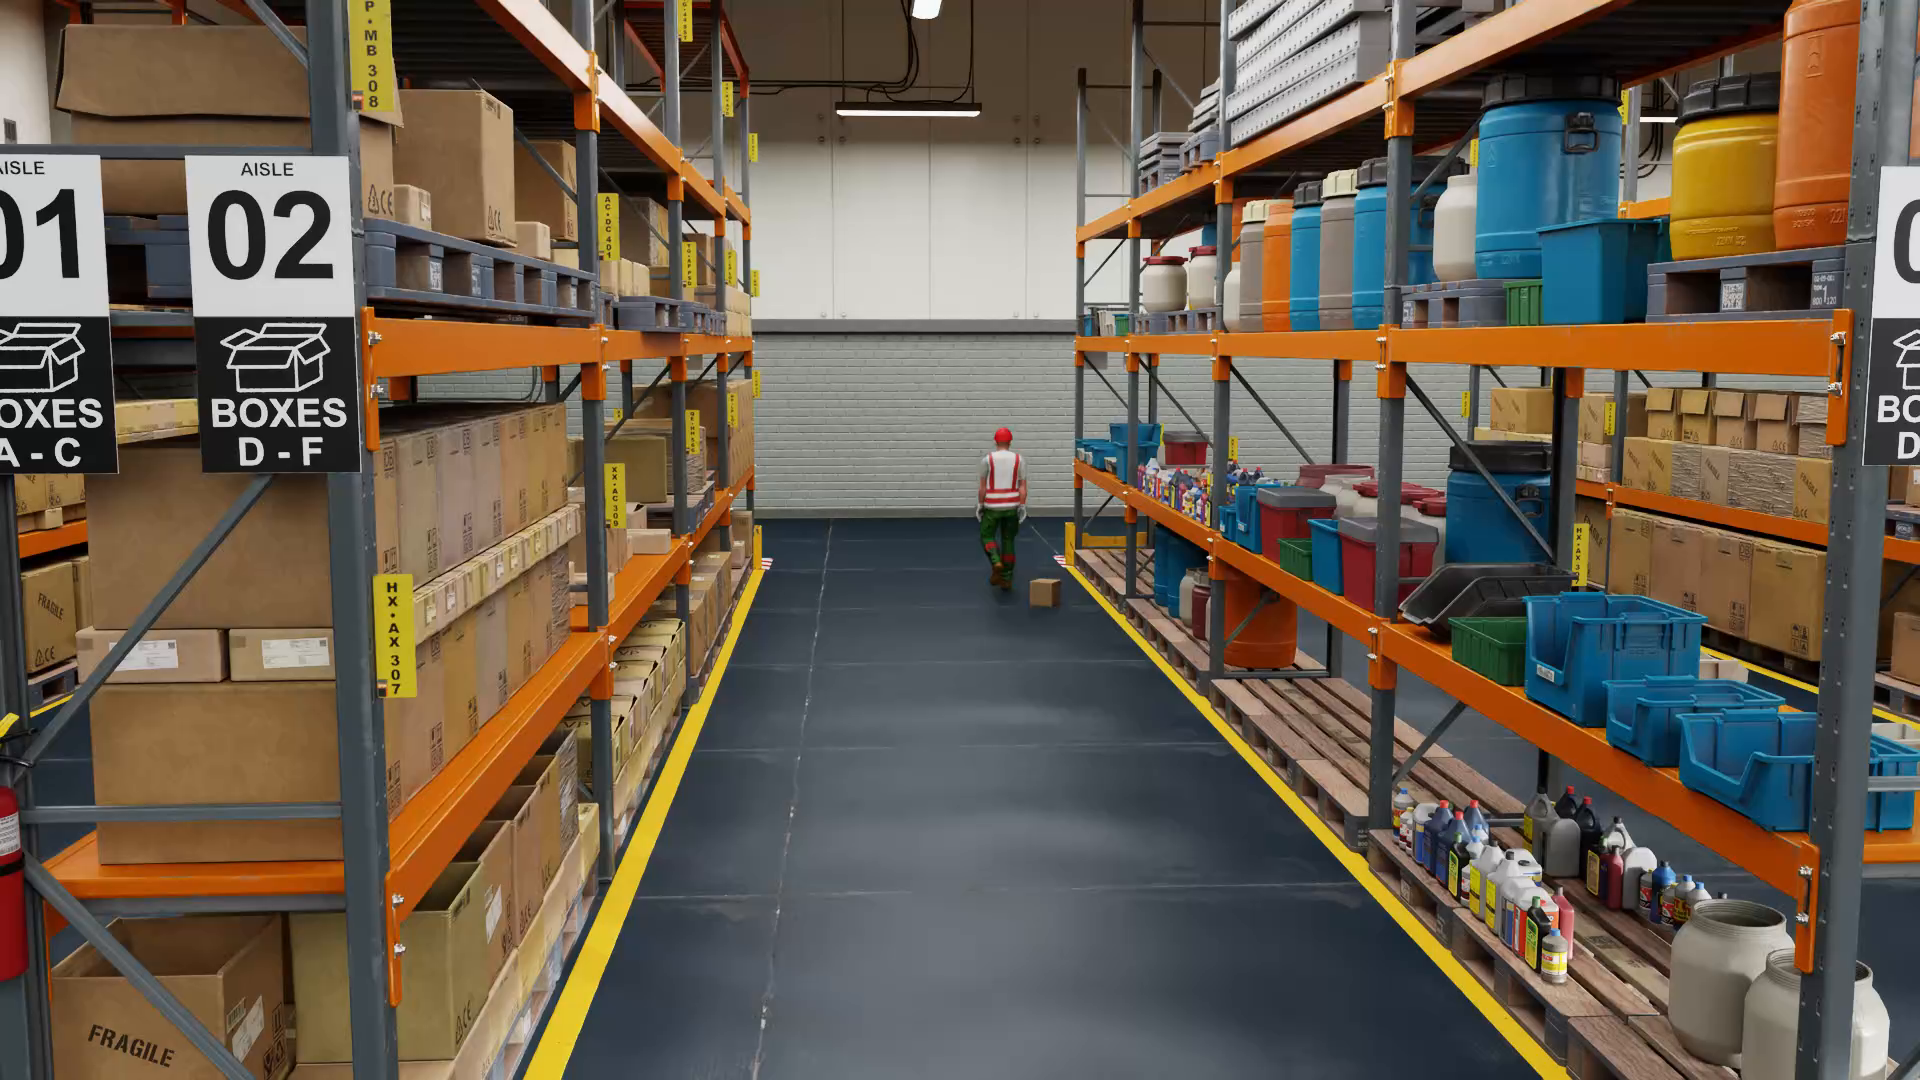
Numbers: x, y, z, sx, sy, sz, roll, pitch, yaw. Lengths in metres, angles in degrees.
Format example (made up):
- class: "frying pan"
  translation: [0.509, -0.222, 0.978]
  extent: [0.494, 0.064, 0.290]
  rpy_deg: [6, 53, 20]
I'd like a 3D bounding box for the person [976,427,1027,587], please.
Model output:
- class: "person"
  translation: [0.461, -0.359, 18.438]
  extent: [0.565, 1.780, 0.514]
  rpy_deg: [-1, 7, -8]
